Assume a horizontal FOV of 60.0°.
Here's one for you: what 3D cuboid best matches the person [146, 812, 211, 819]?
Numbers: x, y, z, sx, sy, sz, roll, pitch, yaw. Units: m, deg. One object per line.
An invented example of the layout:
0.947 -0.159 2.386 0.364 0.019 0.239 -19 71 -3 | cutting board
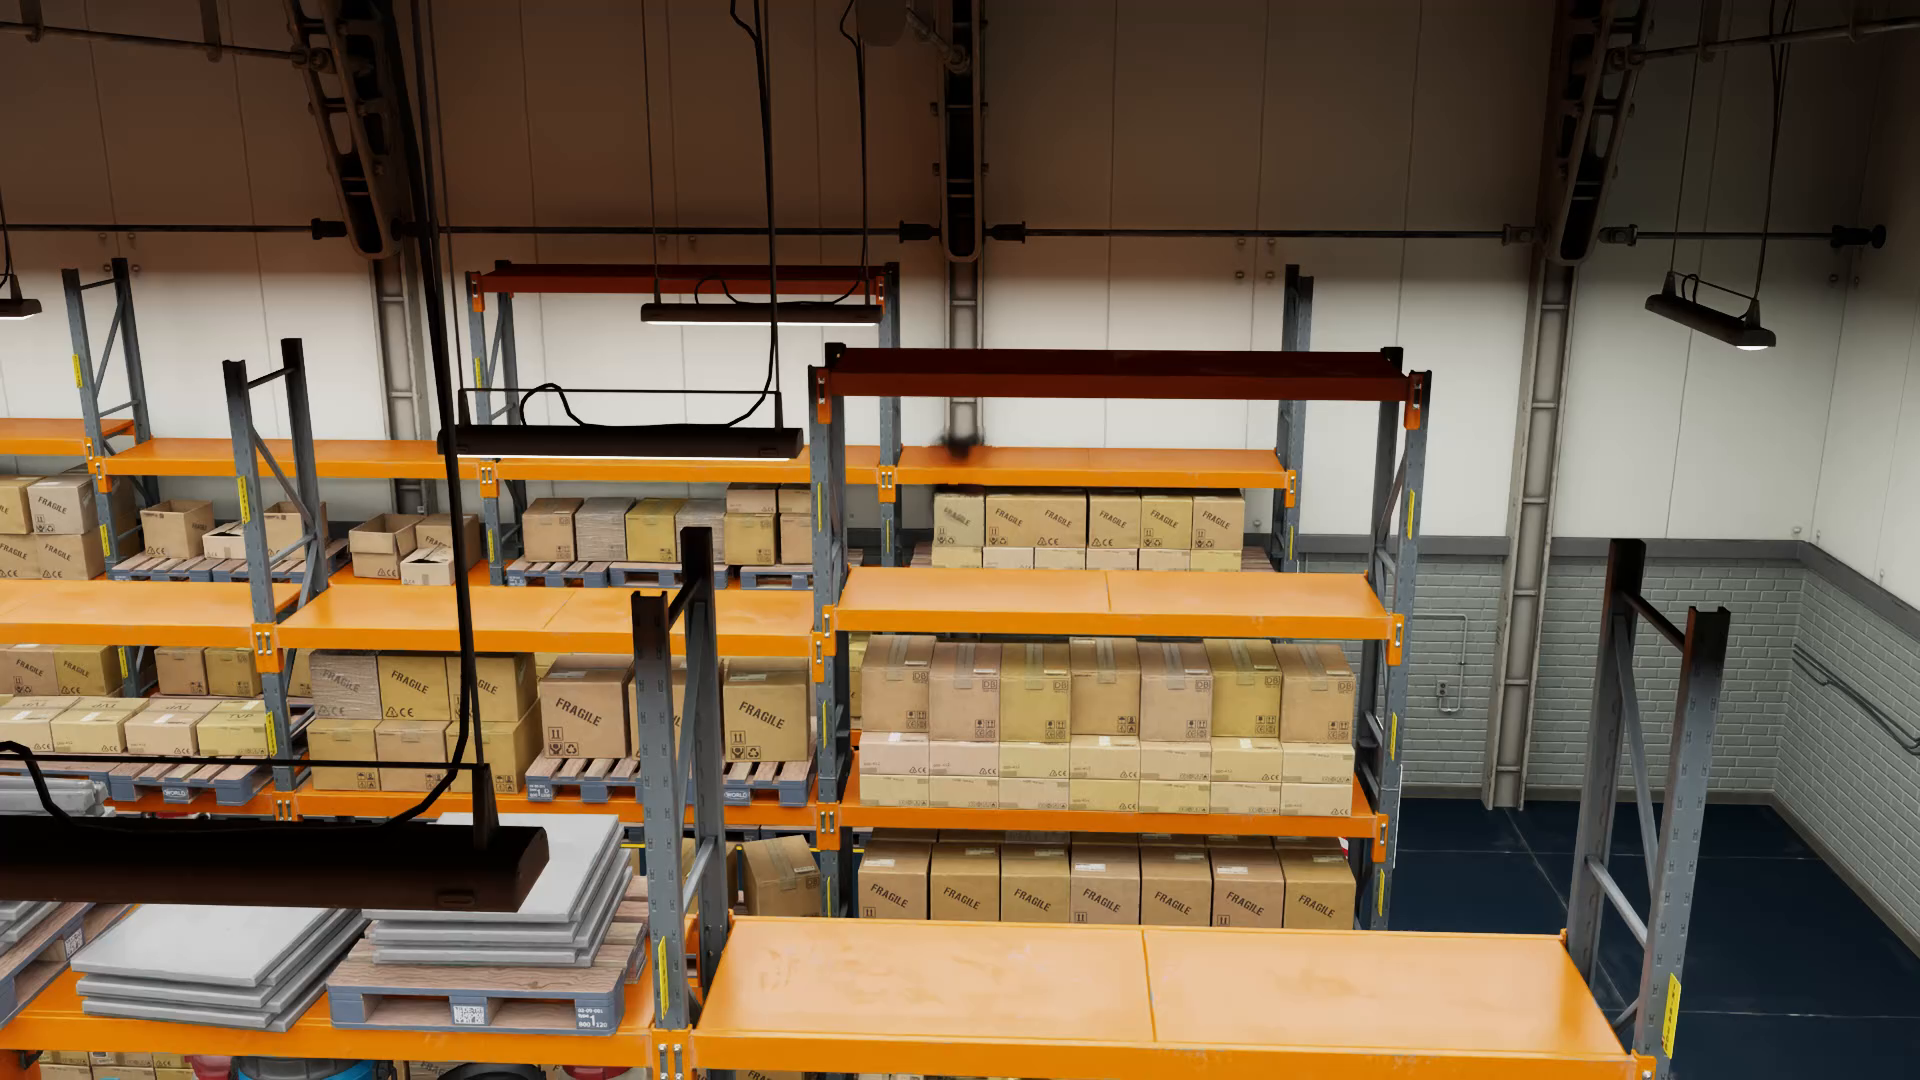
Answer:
-7.583 2.696 16.121 0.586 1.803 0.372 -4 17 -14 | person
